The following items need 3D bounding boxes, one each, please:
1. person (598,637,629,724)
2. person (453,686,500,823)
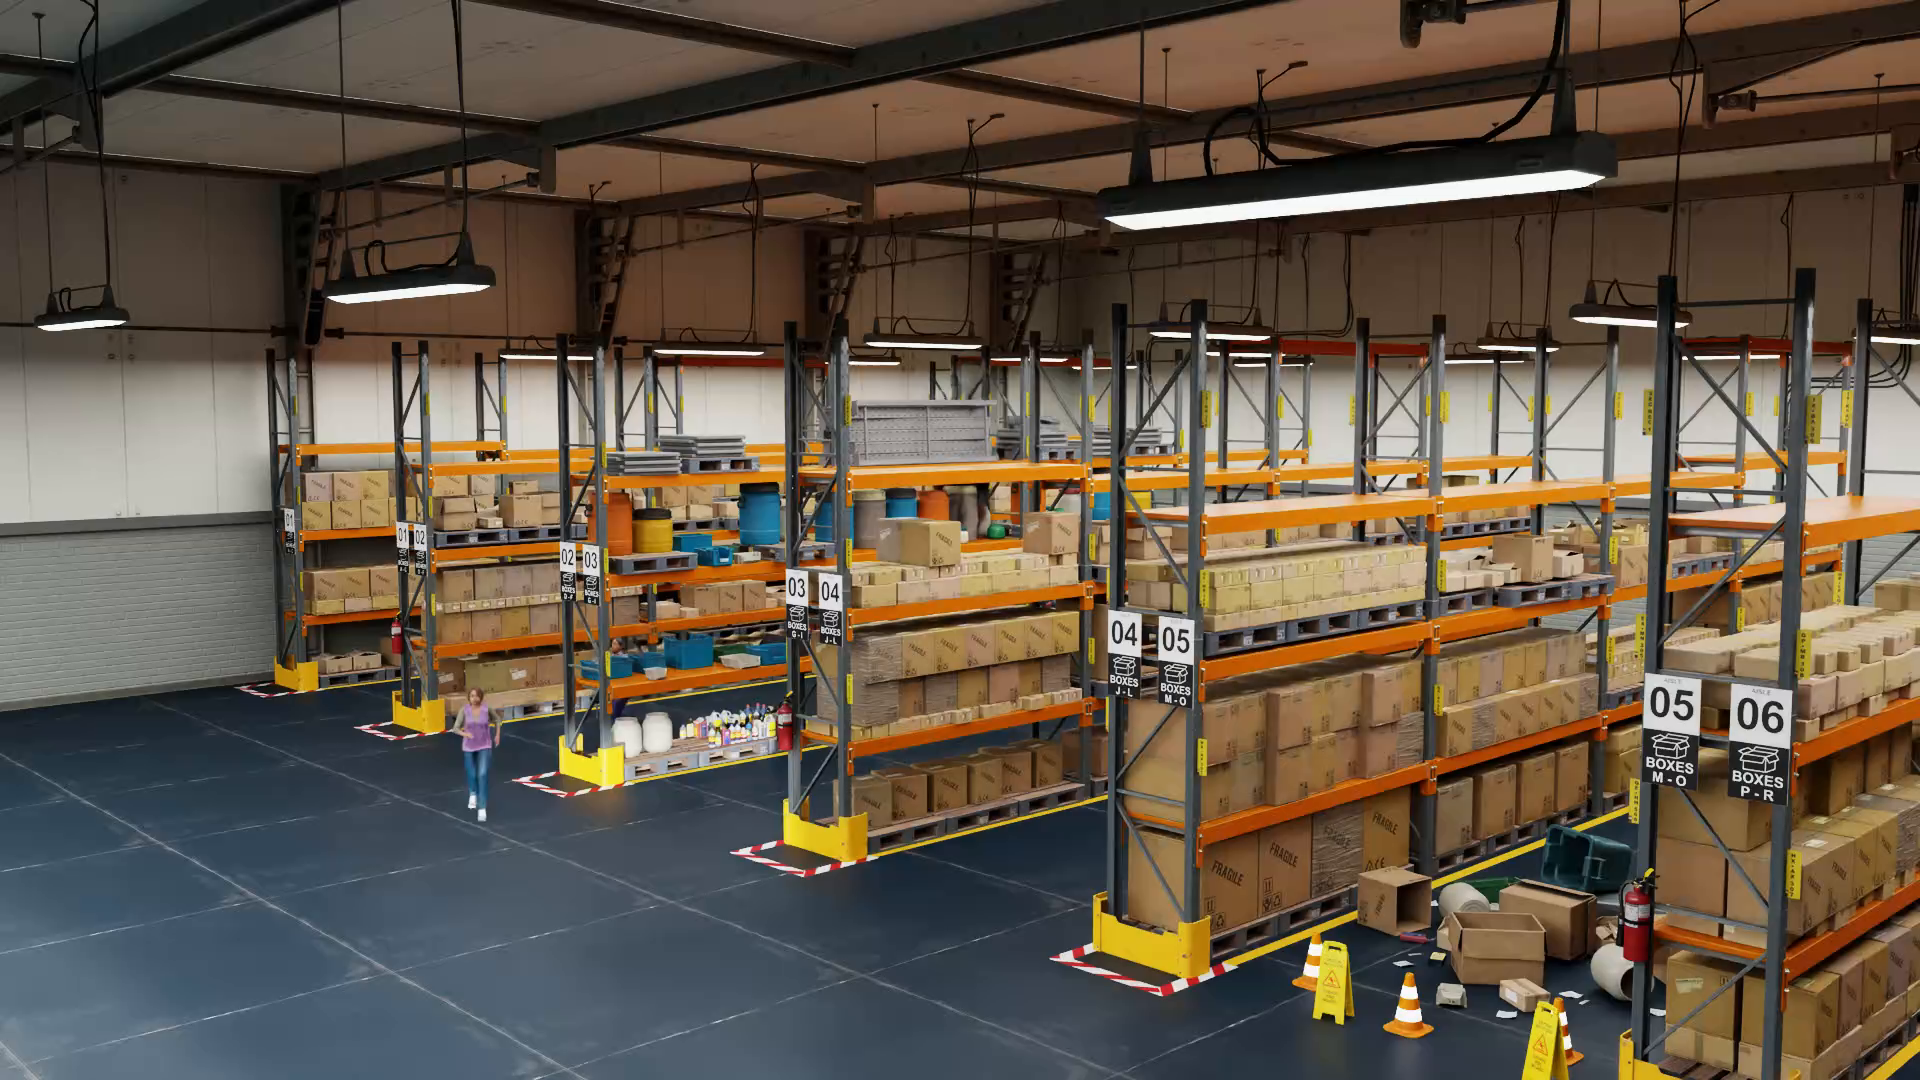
[{"bbox_3d":[-5.089,2.236,24.681,0.607,1.593,0.551,4,6,36],"label":"person"},{"bbox_3d":[-5.941,2.595,20.469,0.557,1.634,0.758,-1,5,-14],"label":"person"}]
